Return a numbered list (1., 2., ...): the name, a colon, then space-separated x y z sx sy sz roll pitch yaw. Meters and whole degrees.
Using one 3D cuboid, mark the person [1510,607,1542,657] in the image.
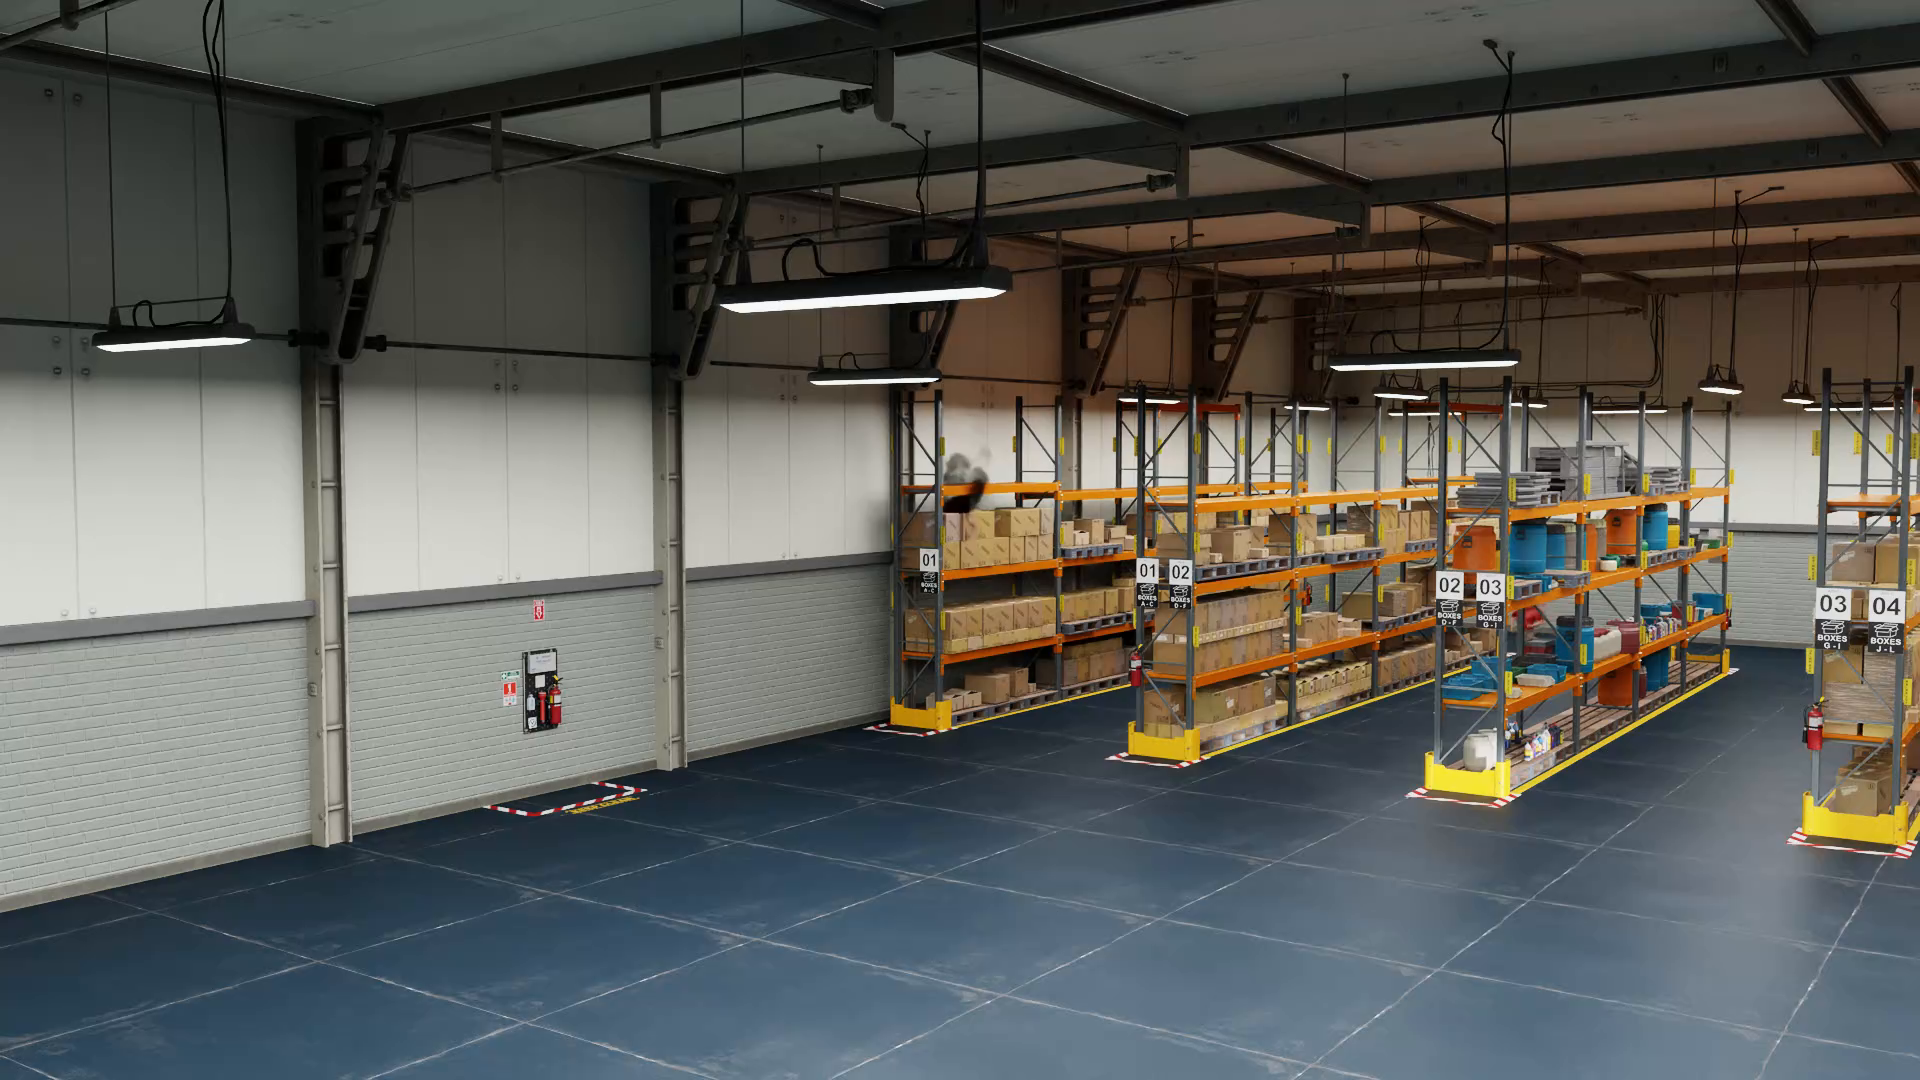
1. person: 12.333 2.090 36.329 0.686 1.694 0.999 2 4 28
